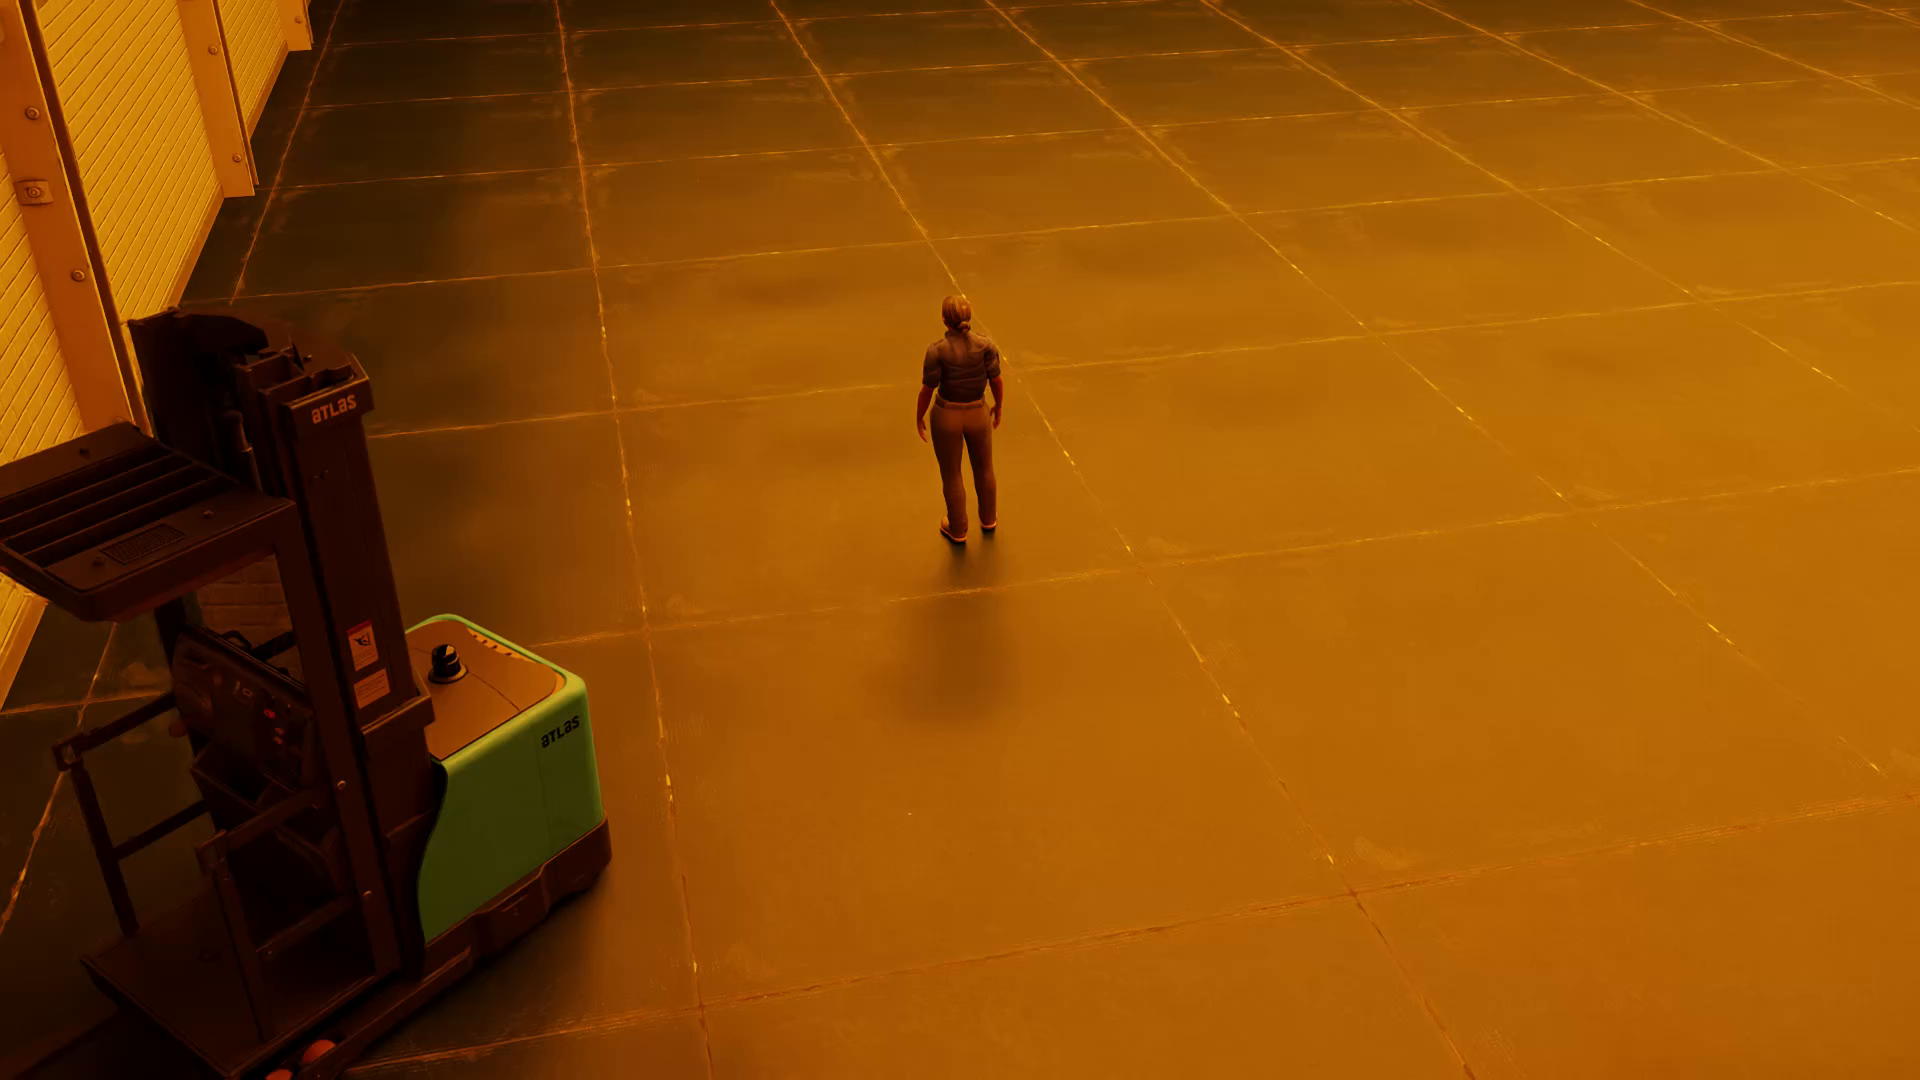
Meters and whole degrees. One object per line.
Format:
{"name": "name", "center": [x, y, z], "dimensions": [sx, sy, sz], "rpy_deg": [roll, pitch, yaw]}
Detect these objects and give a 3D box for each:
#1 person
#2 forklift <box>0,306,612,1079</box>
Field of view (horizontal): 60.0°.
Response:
{"name": "person", "center": [-0.001, -0.768, 10.160], "dimensions": [0.569, 1.656, 0.503], "rpy_deg": [-7, 31, -12]}
{"name": "forklift", "center": [-2.916, 0.719, 6.332], "dimensions": [1.130, 2.935, 3.031], "rpy_deg": [21, 36, 31]}
